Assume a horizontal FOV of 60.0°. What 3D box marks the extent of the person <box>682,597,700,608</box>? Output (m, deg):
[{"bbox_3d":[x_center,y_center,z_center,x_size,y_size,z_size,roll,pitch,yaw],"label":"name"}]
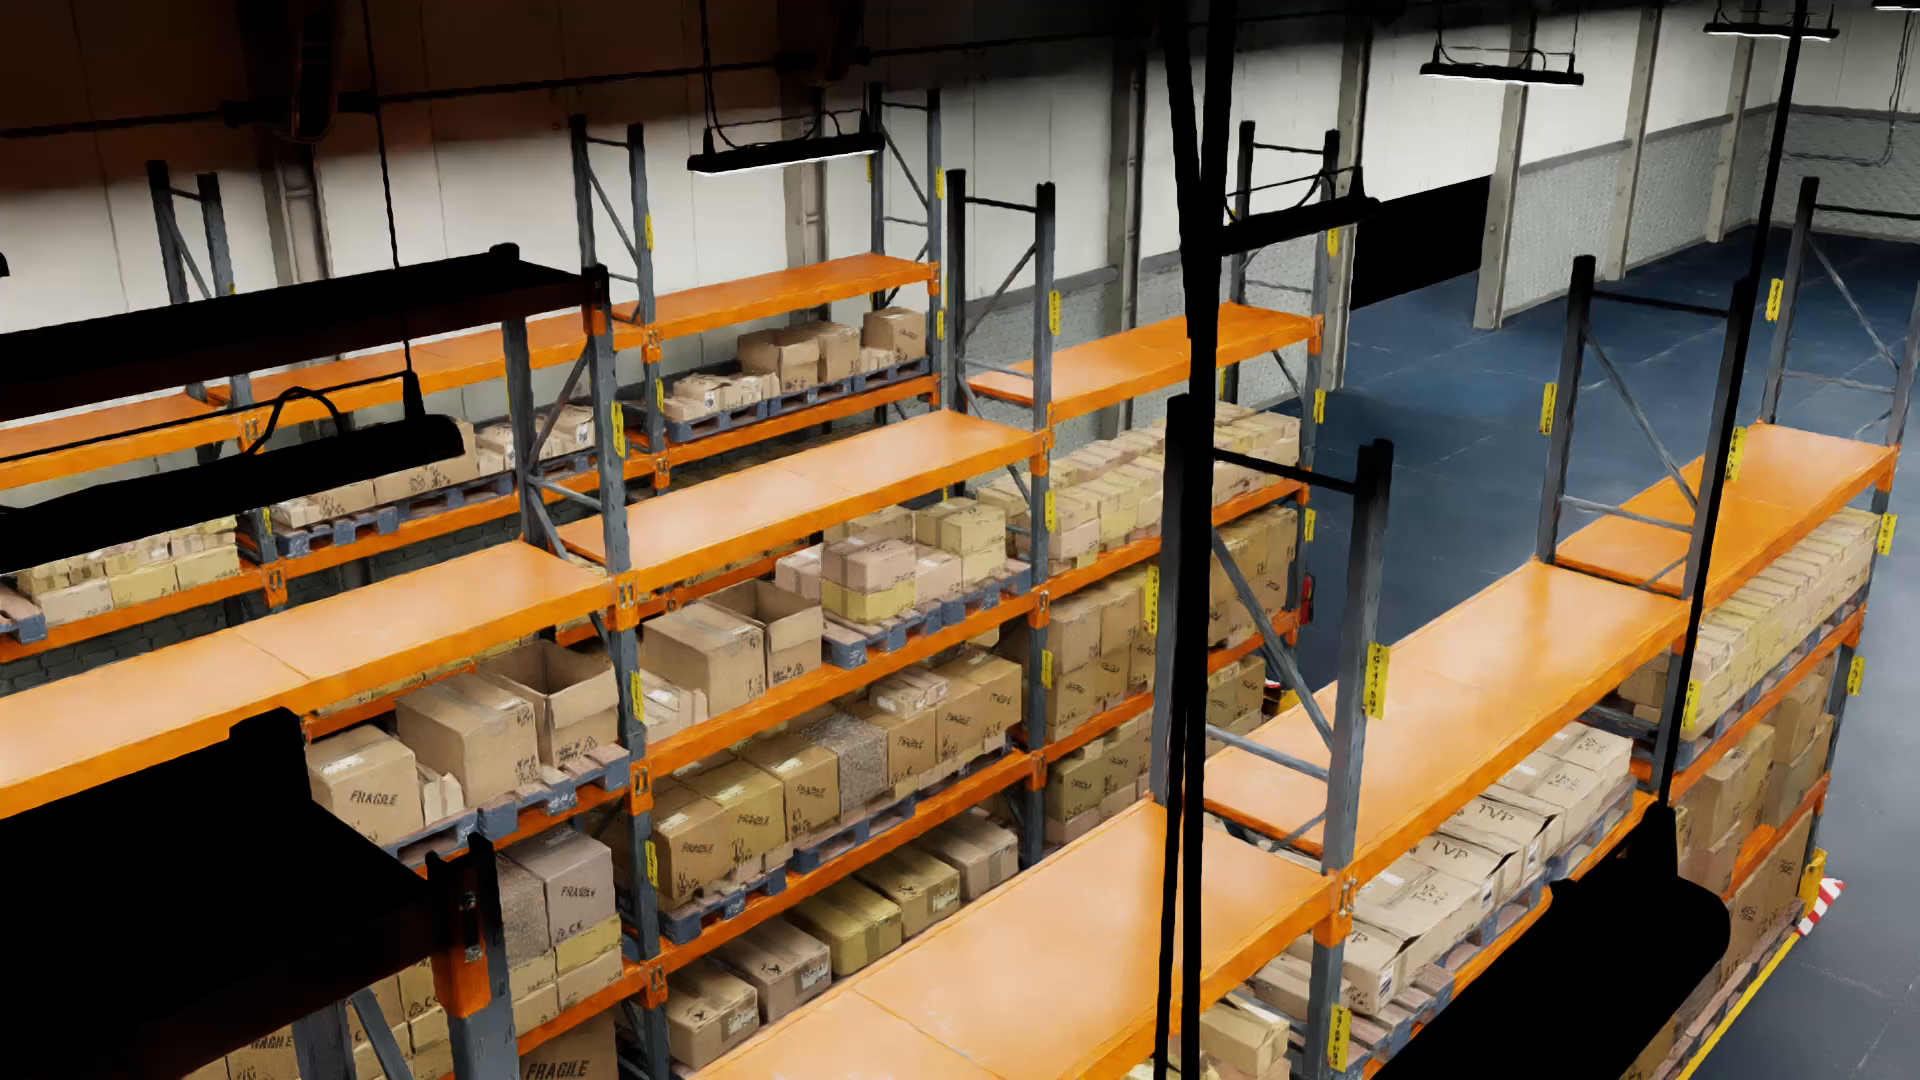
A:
[{"bbox_3d":[-2.537,1.356,16.180,0.493,1.675,0.477,-6,22,-16],"label":"person"}]
